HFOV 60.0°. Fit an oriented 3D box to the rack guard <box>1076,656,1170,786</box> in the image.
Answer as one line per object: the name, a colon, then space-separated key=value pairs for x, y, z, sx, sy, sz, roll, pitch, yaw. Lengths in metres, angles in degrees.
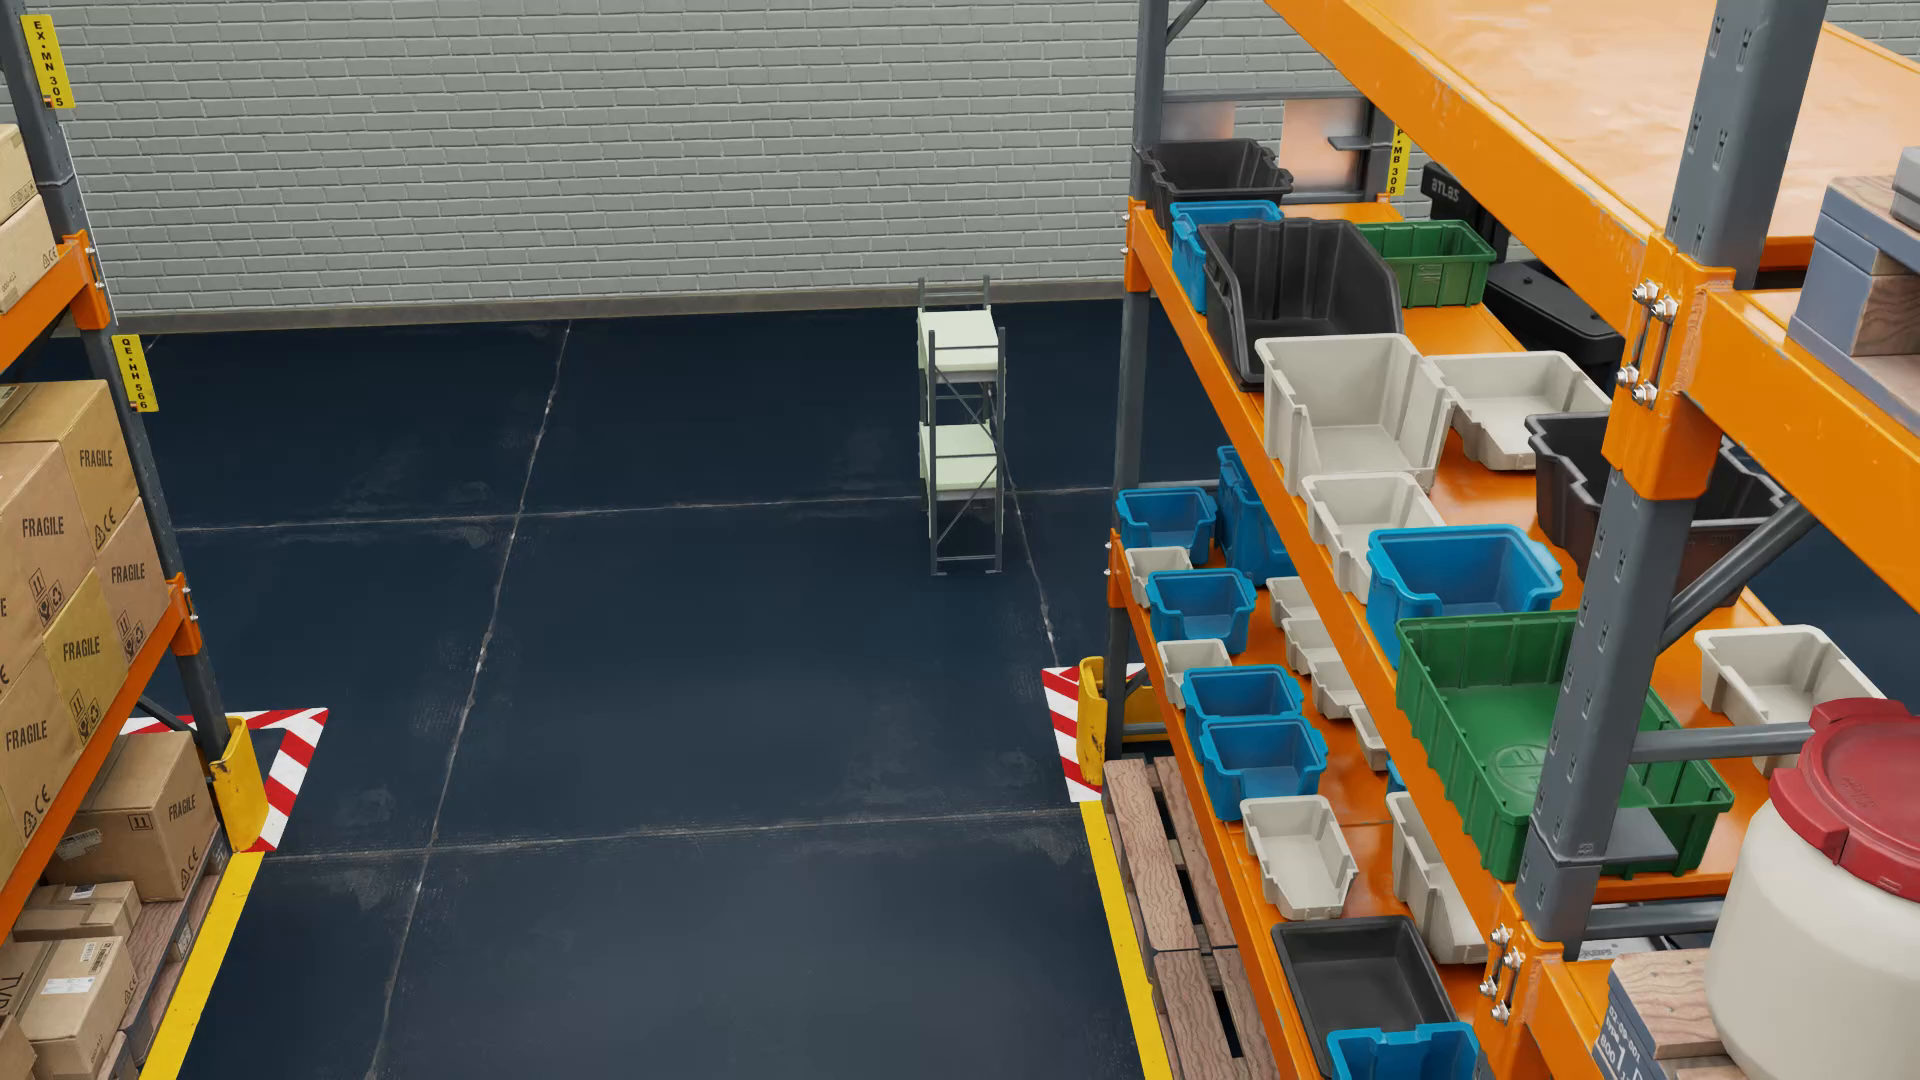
rack guard: x=1.154 y=0.829 z=7.875 sx=1.175 sy=0.500 sz=0.348 roll=-3 pitch=31 yaw=-5

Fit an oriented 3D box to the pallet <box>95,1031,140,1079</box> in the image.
pallet: x=-3.570 y=2.268 z=5.749 sx=1.003 sy=0.211 sz=1.213 roll=-3 pitch=31 yaw=-5

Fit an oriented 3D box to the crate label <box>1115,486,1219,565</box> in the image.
crate label: x=0.864 y=-0.044 z=7.004 sx=0.416 sy=0.233 sz=0.303 roll=-3 pitch=31 yaw=-5

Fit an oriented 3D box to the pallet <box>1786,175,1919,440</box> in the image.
pallet: x=1.651 y=-0.092 z=1.703 sx=1.003 sy=0.211 sz=1.213 roll=-3 pitch=31 yaw=-5

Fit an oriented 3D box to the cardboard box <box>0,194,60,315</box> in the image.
cardboard box: x=-3.452 y=-0.971 z=5.671 sx=0.500 sy=0.250 sz=0.500 roll=-3 pitch=31 yaw=-5

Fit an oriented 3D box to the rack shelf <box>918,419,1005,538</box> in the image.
rack shelf: x=0.001 y=-0.361 z=9.527 sx=0.431 sy=0.370 sz=0.720 roll=-3 pitch=31 yaw=-5

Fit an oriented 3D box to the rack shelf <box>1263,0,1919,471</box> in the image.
rack shelf: x=1.356 y=-1.306 z=4.253 sx=1.077 sy=0.370 sz=4.000 roll=-3 pitch=31 yaw=-5

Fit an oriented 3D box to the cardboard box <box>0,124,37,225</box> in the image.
cardboard box: x=-3.461 y=-1.185 z=5.543 sx=0.500 sy=0.250 sz=0.500 roll=-3 pitch=31 yaw=-5

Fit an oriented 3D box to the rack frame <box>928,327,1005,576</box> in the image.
rack frame: x=0.035 y=-0.454 z=9.047 sx=0.400 sy=1.500 sz=0.023 roll=-3 pitch=31 yaw=-5

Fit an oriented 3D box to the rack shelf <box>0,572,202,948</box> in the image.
rack shelf: x=-3.576 y=1.333 z=5.295 sx=1.077 sy=0.370 sz=4.000 roll=-3 pitch=31 yaw=-5

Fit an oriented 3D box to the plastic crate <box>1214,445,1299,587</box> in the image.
plastic crate: x=1.386 y=-0.111 z=6.919 sx=0.616 sy=0.435 sz=0.499 roll=-3 pitch=31 yaw=-5

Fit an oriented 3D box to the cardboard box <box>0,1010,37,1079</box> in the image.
cardboard box: x=-3.570 y=1.969 z=5.534 sx=0.797 sy=0.503 sz=0.637 roll=-3 pitch=31 yaw=-5

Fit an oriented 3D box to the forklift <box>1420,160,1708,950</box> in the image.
forklift: x=2.643 y=-0.181 z=7.195 sx=1.130 sy=2.935 sz=3.031 roll=-12 pitch=33 yaw=-19

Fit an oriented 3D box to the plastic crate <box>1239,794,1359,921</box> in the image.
plastic crate: x=1.081 y=1.023 z=5.312 sx=0.293 sy=0.136 sz=0.466 roll=-3 pitch=31 yaw=-5

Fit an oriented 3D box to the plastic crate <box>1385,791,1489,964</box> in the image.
plastic crate: x=1.584 y=1.047 z=5.130 sx=0.437 sy=0.282 sz=0.530 roll=-3 pitch=31 yaw=-5

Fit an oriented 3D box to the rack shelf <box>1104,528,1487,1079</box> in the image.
rack shelf: x=1.356 y=1.098 z=5.689 sx=1.077 sy=0.370 sz=4.000 roll=-3 pitch=31 yaw=-5

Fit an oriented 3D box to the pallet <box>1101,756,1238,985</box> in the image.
pallet: x=1.208 y=1.388 z=7.221 sx=1.003 sy=0.211 sz=1.213 roll=-3 pitch=31 yaw=-5

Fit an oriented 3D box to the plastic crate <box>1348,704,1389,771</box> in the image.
plastic crate: x=1.535 y=0.703 z=5.847 sx=0.298 sy=0.136 sz=0.250 roll=-3 pitch=31 yaw=-5

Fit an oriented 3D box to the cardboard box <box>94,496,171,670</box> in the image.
cardboard box: x=-3.450 y=0.176 z=6.434 sx=0.500 sy=0.500 sz=0.500 roll=-2 pitch=31 yaw=-3

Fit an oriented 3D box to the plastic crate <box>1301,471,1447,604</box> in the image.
plastic crate: x=1.045 y=0.004 z=4.150 sx=0.293 sy=0.136 sz=0.466 roll=-3 pitch=31 yaw=-5

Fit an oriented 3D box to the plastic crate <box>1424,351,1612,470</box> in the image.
plastic crate: x=1.609 y=-0.364 z=4.766 sx=0.437 sy=0.136 sz=0.530 roll=-3 pitch=31 yaw=-5

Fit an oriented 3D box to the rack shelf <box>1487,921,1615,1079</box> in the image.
rack shelf: x=1.730 y=1.852 z=1.501 sx=1.077 sy=0.370 sz=4.000 roll=-3 pitch=31 yaw=-5

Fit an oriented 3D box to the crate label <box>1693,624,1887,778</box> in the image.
crate label: x=1.785 y=0.372 z=3.535 sx=0.293 sy=0.136 sz=0.466 roll=-3 pitch=31 yaw=-5

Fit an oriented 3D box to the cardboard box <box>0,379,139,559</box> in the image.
cardboard box: x=-3.448 y=-0.255 z=6.180 sx=0.500 sy=0.500 sz=0.500 roll=-3 pitch=31 yaw=-5

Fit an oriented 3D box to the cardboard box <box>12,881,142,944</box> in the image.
cardboard box: x=-3.519 y=1.507 z=6.635 sx=0.380 sy=0.166 sz=0.250 roll=-3 pitch=31 yaw=-5

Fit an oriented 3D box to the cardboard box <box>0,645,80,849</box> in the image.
cardboard box: x=-3.357 y=0.695 z=5.563 sx=0.500 sy=0.500 sz=0.500 roll=-3 pitch=31 yaw=-4

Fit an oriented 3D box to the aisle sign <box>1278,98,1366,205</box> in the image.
aisle sign: x=1.454 y=-1.399 z=6.633 sx=0.394 sy=0.787 sz=0.004 roll=-3 pitch=31 yaw=-5

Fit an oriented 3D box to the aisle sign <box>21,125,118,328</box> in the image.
aisle sign: x=-3.464 y=-1.162 z=6.236 sx=0.394 sy=0.787 sz=0.004 roll=-3 pitch=31 yaw=-5

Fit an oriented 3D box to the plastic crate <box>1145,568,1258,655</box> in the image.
plastic crate: x=0.926 y=0.292 z=6.442 sx=0.416 sy=0.233 sz=0.300 roll=-3 pitch=31 yaw=-5

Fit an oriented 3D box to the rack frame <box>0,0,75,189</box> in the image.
rack frame: x=-3.763 y=-2.572 z=5.282 sx=1.000 sy=3.000 sz=0.127 roll=-3 pitch=31 yaw=-5

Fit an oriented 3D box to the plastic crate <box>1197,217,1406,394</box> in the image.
plastic crate: x=1.038 y=-0.700 z=5.133 sx=0.504 sy=0.338 sz=0.767 roll=-3 pitch=31 yaw=-5

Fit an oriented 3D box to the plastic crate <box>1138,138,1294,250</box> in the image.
plastic crate: x=0.928 y=-1.254 z=6.127 sx=0.497 sy=0.269 sz=0.590 roll=-3 pitch=31 yaw=-5

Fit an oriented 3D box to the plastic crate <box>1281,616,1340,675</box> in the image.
plastic crate: x=1.438 y=0.411 z=6.335 sx=0.396 sy=0.136 sz=0.243 roll=-3 pitch=31 yaw=-5

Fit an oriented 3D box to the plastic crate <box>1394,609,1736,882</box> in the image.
plastic crate: x=1.202 y=0.411 z=3.418 sx=0.450 sy=0.188 sz=0.662 roll=-3 pitch=31 yaw=-5

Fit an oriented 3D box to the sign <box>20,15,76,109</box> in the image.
sign: x=-3.208 y=-1.681 z=5.851 sx=0.100 sy=0.325 sz=0.005 roll=-3 pitch=31 yaw=-5

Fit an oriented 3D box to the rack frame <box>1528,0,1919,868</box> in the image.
rack frame: x=1.543 y=-0.766 z=2.257 sx=1.000 sy=3.000 sz=0.127 roll=-3 pitch=31 yaw=-5

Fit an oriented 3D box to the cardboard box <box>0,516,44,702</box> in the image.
cardboard box: x=-3.346 y=0.267 z=5.305 sx=0.500 sy=0.500 sz=0.500 roll=-2 pitch=31 yaw=-3

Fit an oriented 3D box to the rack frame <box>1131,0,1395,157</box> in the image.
rack frame: x=1.169 y=-2.808 z=5.676 sx=1.000 sy=3.000 sz=0.127 roll=-3 pitch=31 yaw=-5

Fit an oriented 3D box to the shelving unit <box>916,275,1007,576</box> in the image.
shelving unit: x=0.001 y=-0.640 z=9.360 sx=0.431 sy=1.500 sz=0.755 roll=-3 pitch=31 yaw=-5

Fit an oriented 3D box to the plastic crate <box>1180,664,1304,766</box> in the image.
plastic crate: x=0.987 y=0.628 z=5.879 sx=0.416 sy=0.233 sz=0.300 roll=-3 pitch=31 yaw=-5
